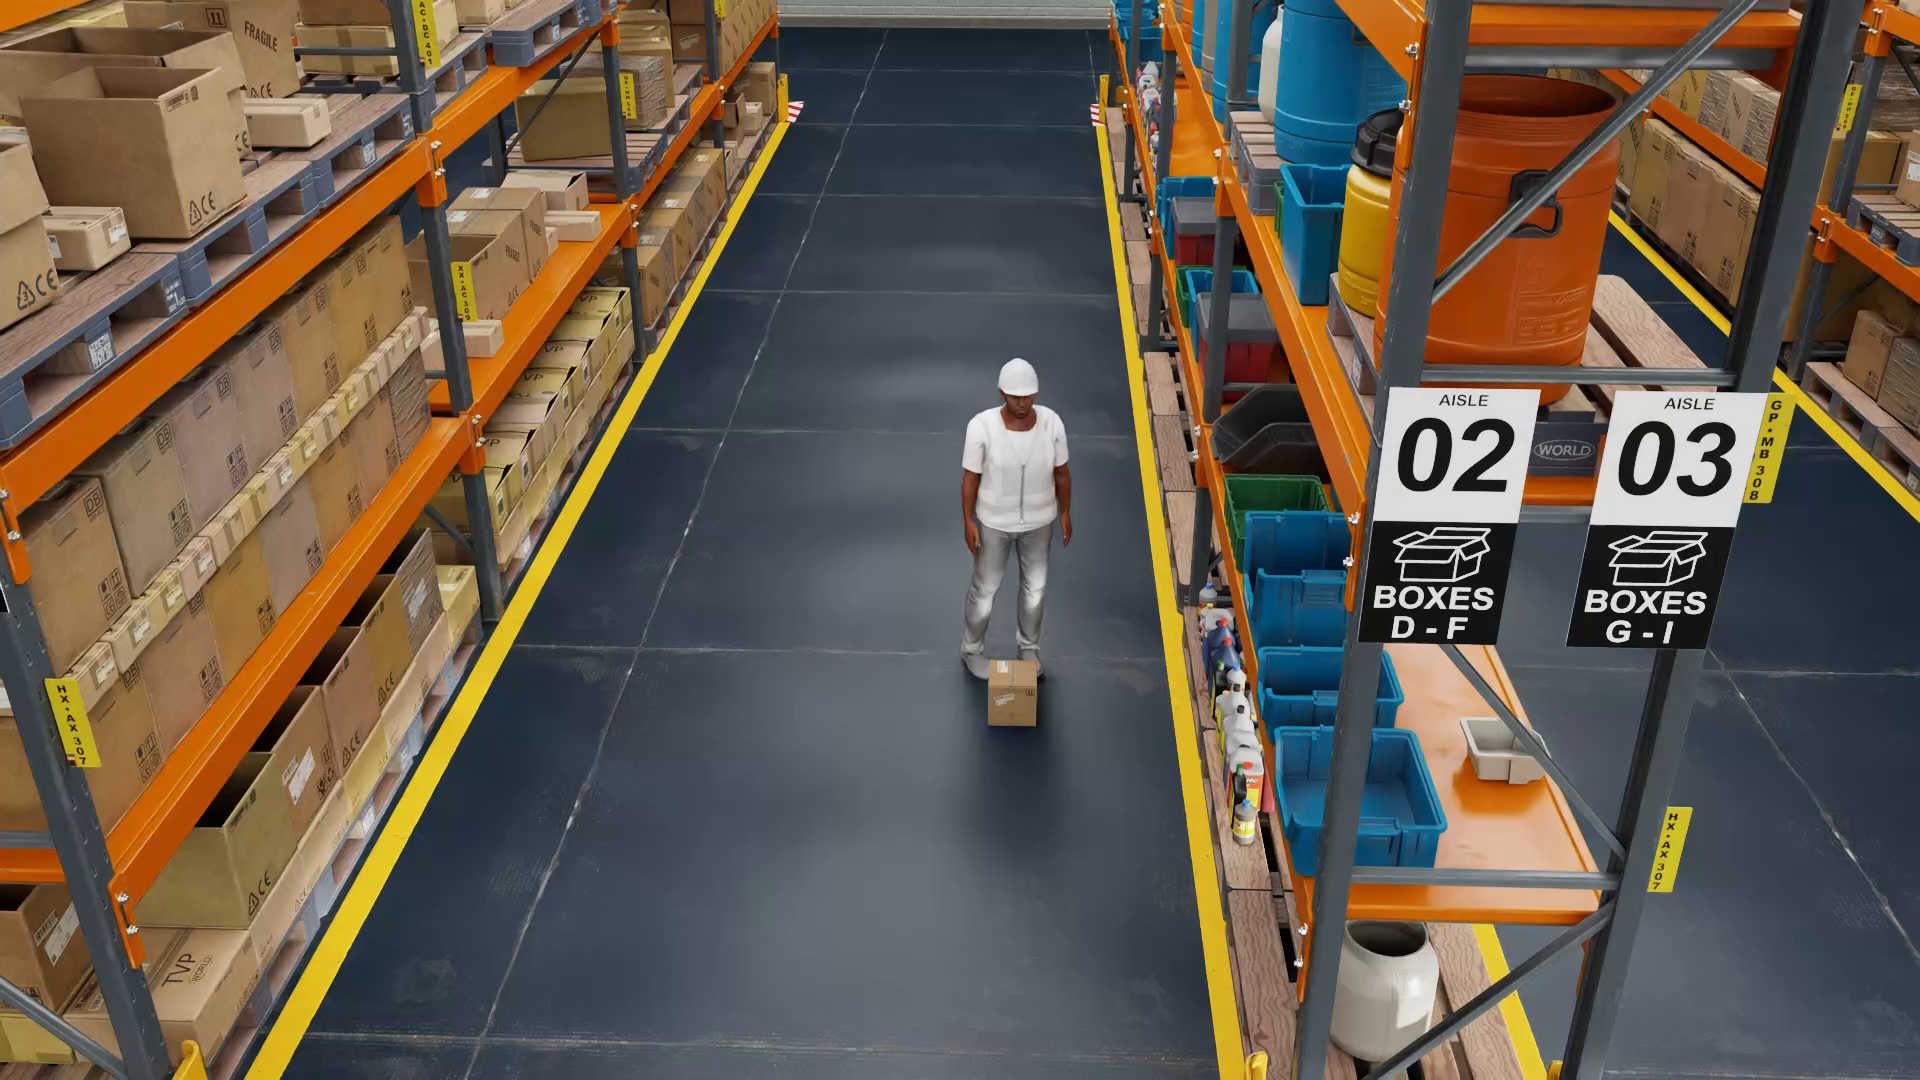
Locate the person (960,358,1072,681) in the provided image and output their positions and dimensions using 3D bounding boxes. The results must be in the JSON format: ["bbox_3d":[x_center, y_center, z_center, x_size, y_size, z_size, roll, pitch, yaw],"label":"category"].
[{"bbox_3d":[0.310,-0.085,8.771,0.599,1.804,0.408,-5,28,-9],"label":"person"}]
